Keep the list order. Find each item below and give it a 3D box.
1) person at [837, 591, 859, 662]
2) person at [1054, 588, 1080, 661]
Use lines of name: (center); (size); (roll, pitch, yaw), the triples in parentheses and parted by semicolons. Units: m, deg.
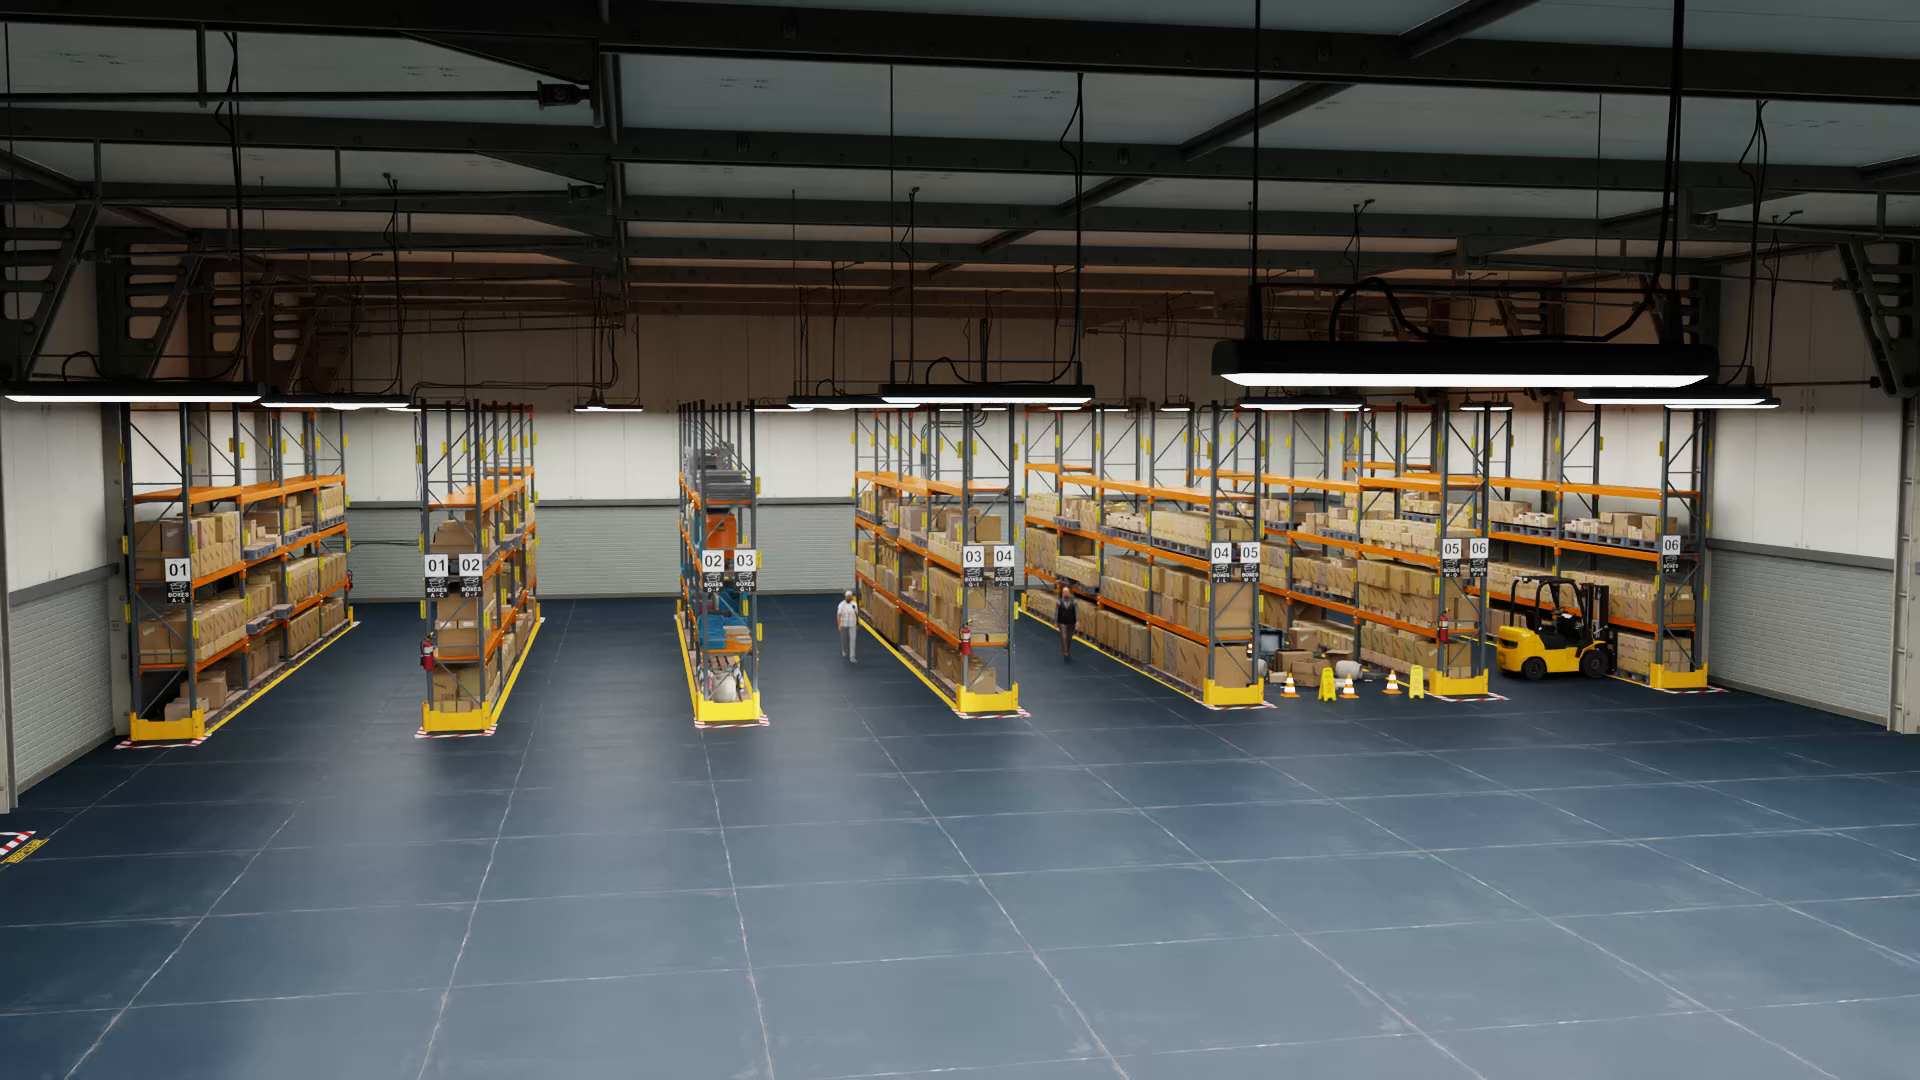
person: (-2.609, 1.985, 38.685); (0.491, 1.599, 1.061); (0, 4, -2)
person: (2.512, 1.957, 38.746); (0.566, 1.658, 1.074); (-1, 4, -10)
